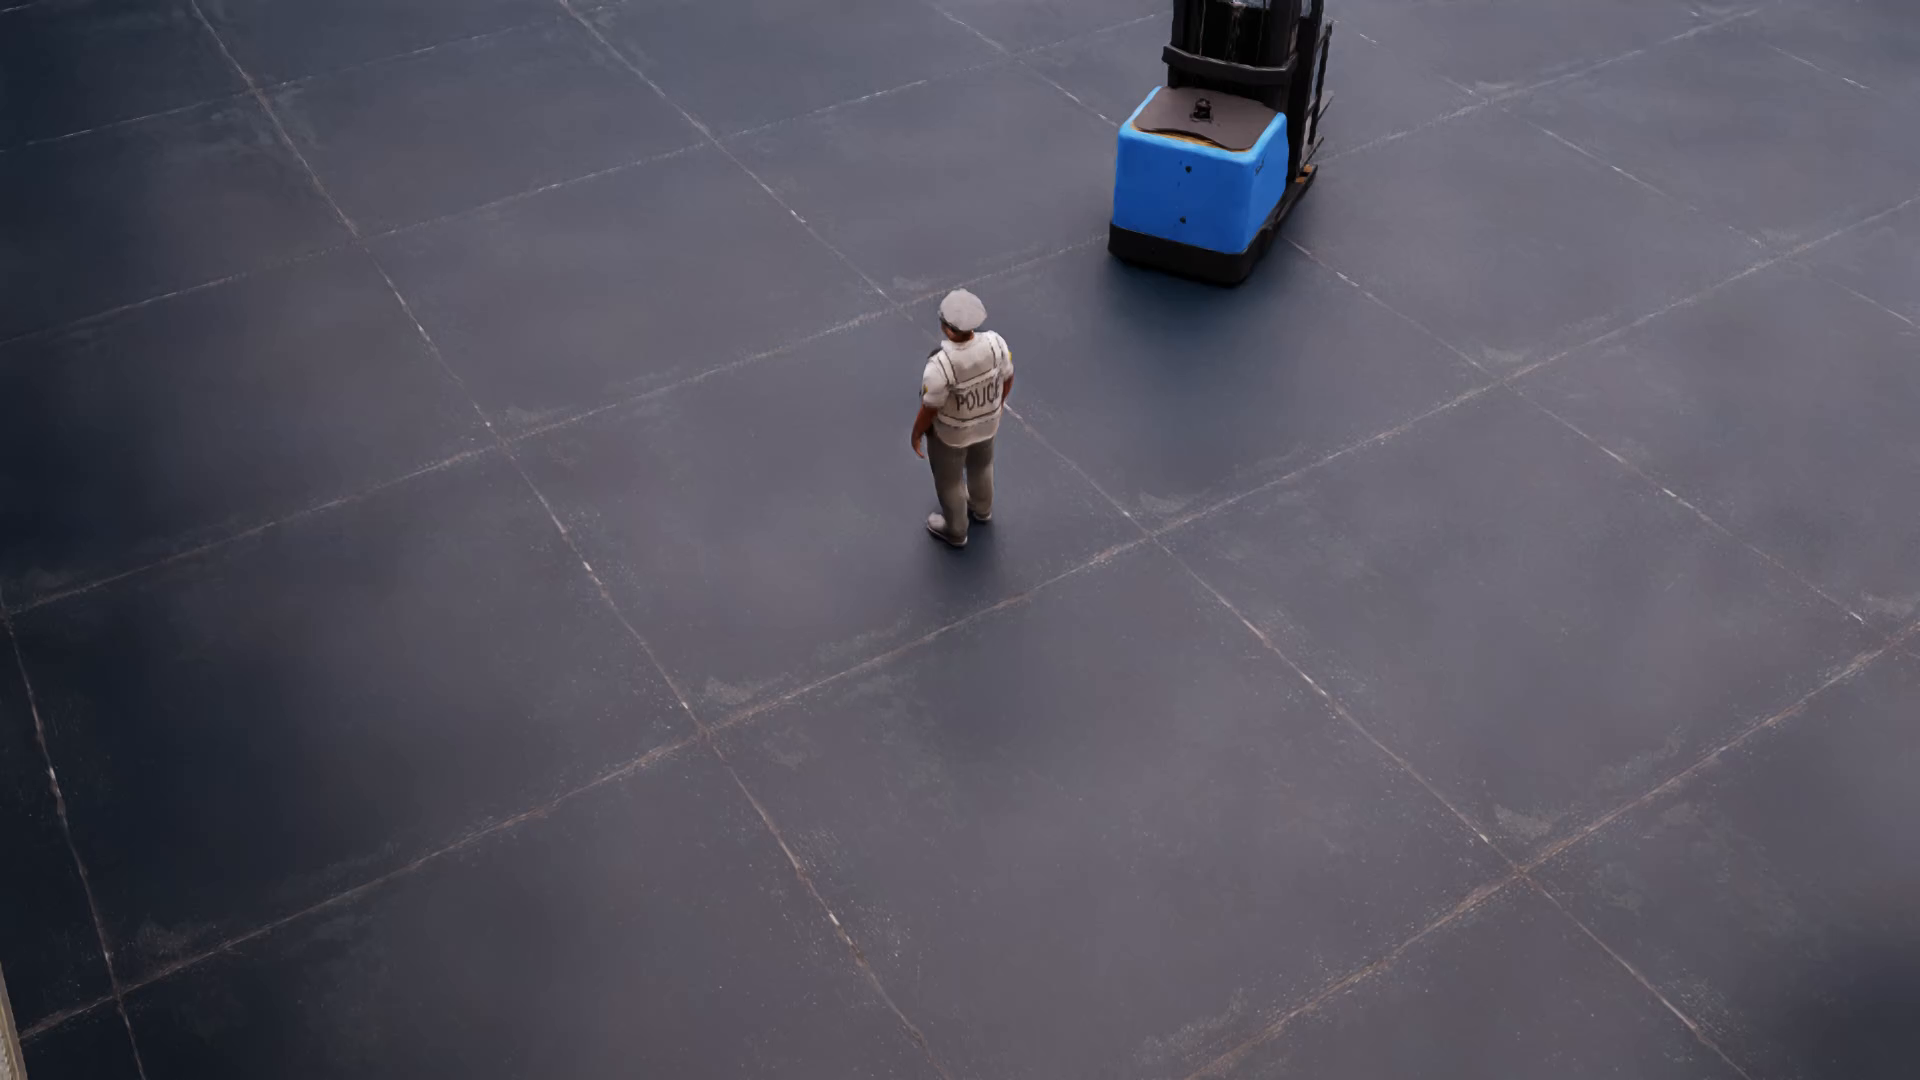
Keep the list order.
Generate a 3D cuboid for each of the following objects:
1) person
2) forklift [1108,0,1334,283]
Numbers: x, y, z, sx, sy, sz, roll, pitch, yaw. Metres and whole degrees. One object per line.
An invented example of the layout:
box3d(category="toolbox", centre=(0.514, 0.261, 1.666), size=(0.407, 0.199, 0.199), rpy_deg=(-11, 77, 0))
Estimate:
box3d(category="person", centre=(-0.032, -0.724, 9.561), size=(0.640, 1.781, 0.574), rpy_deg=(-23, 46, -24))
box3d(category="forklift", centre=(2.211, -3.947, 12.388), size=(1.130, 2.935, 3.031), rpy_deg=(18, 44, 19))
